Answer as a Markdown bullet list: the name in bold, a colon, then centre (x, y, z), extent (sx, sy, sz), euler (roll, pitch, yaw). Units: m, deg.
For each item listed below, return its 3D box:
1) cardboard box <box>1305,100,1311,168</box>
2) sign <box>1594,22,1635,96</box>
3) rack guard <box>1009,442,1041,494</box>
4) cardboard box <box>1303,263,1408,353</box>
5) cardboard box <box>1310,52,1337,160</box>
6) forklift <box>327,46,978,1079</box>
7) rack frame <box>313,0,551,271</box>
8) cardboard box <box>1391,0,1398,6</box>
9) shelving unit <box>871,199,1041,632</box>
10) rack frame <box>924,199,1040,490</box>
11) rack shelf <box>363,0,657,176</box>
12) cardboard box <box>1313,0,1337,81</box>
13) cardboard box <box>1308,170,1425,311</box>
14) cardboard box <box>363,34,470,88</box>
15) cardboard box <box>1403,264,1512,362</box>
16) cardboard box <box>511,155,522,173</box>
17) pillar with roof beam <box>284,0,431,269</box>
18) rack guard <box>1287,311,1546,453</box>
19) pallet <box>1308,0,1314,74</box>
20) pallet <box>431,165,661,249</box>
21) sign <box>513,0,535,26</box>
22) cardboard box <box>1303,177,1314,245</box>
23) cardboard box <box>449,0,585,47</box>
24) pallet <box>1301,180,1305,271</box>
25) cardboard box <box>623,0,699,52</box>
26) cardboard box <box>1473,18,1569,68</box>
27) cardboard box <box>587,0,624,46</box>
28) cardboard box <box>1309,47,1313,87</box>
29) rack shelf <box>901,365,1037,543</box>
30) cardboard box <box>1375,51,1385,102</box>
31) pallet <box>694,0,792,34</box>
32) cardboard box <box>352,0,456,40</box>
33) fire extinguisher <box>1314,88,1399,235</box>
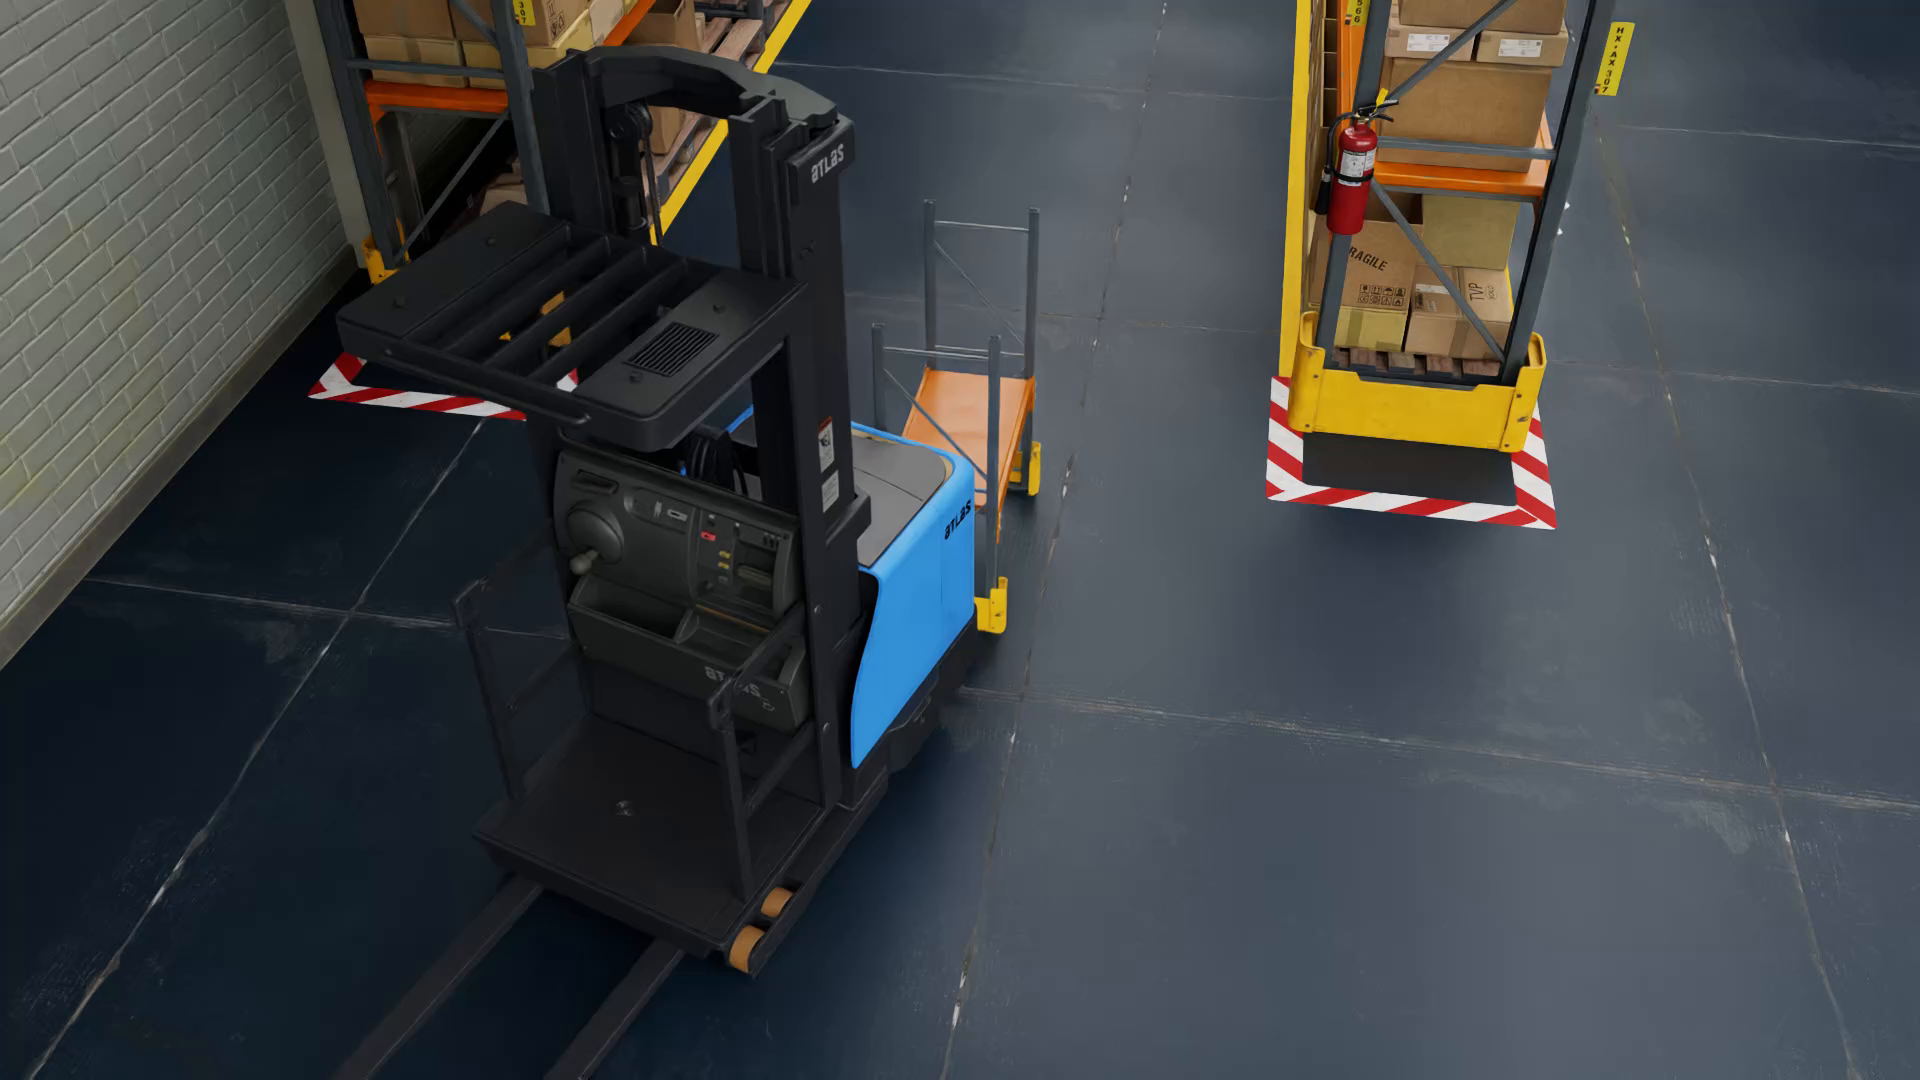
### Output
- **cardboard box**: centre (2.397, -2.500, 10.248), extent (0.500, 0.250, 0.500), euler (6, 40, 8)
- **sign**: centre (2.813, -2.071, 7.159), extent (0.100, 0.325, 0.005), euler (6, 40, 8)
- **rack guard**: centre (0.093, -0.374, 8.006), extent (0.587, 0.250, 0.087), euler (7, 40, 8)
- **cardboard box**: centre (2.069, -1.243, 8.727), extent (0.500, 0.250, 0.500), euler (6, 40, 8)
- **cardboard box**: centre (2.313, -2.475, 9.629), extent (0.500, 0.500, 0.500), euler (6, 40, 8)
- **forklift**: centre (-1.053, 0.075, 5.359), extent (1.130, 2.935, 3.031), euler (18, 43, 21)
- **rack frame**: centre (-2.613, -2.315, 8.196), extent (1.000, 3.000, 0.127), euler (6, 40, 8)
- **cardboard box**: centre (2.189, -2.485, 7.814), extent (0.380, 0.149, 0.250), euler (7, 40, 9)
- **shelving unit**: centre (0.002, -0.544, 7.231), extent (0.587, 1.500, 1.083), euler (7, 40, 8)
- **rack frame**: centre (0.093, -0.857, 7.609), extent (0.500, 1.500, 0.032), euler (7, 40, 8)
- **rack shelf**: centre (-2.267, -3.293, 9.944), extent (1.077, 0.370, 4.000), euler (6, 40, 8)
- **cardboard box**: centre (2.492, -3.102, 10.387), extent (0.500, 0.500, 0.500), euler (6, 40, 8)
- **cardboard box**: centre (2.067, -1.532, 8.489), extent (0.500, 0.500, 0.500), euler (6, 40, 8)
- **cardboard box**: centre (-2.723, -2.580, 8.618), extent (0.500, 0.250, 0.500), euler (7, 40, 8)
- **cardboard box**: centre (2.579, -1.186, 8.658), extent (0.500, 0.250, 0.500), euler (6, 40, 8)
- **cardboard box**: centre (-2.306, -2.231, 9.859), extent (0.500, 0.311, 0.500), euler (10, 41, 11)
- **pillar with roof beam**: centre (0.897, -4.687, 6.357), extent (9.100, 9.000, 0.400), euler (6, 40, 8)
- **rack guard**: centre (2.263, -0.793, 8.317), extent (1.175, 0.500, 0.348), euler (6, 40, 8)
- **pallet**: centre (3.048, -3.674, 12.028), extent (1.003, 0.211, 1.213), euler (6, 40, 8)
- **pallet**: centre (-2.424, -1.794, 9.754), extent (1.003, 0.211, 1.213), euler (6, 40, 8)
- **sign**: centre (-2.078, -2.589, 7.848), extent (0.100, 0.325, 0.005), euler (6, 40, 8)
- **cardboard box**: centre (2.228, -1.872, 9.488), extent (0.500, 0.250, 0.500), euler (6, 40, 8)
- **cardboard box**: centre (-2.234, -2.821, 8.321), extent (0.500, 0.500, 0.500), euler (6, 40, 8)
- **pallet**: centre (2.571, -1.945, 9.936), extent (1.003, 0.211, 1.213), euler (6, 40, 8)
- **cardboard box**: centre (-2.061, -3.376, 11.096), extent (0.500, 0.500, 0.500), euler (4, 40, 4)
- **cardboard box**: centre (2.547, -2.282, 7.569), extent (0.380, 0.149, 0.250), euler (6, 40, 7)
- **cardboard box**: centre (-2.140, -2.864, 8.962), extent (0.500, 0.250, 0.500), euler (5, 40, 6)
- **cardboard box**: centre (2.580, -3.126, 11.006), extent (0.500, 0.250, 0.500), euler (6, 40, 8)
- **rack shelf**: centre (0.001, -0.400, 7.339), extent (0.538, 0.185, 1.000), euler (7, 40, 8)
- **cardboard box**: centre (2.446, -2.432, 8.259), extent (0.700, 0.500, 0.500), euler (7, 40, 9)
- **pallet**: centre (-1.787, -4.240, 12.712), extent (1.003, 0.211, 1.213), euler (6, 40, 8)
- **cardboard box**: centre (-2.740, -2.873, 8.385), extent (0.500, 0.500, 0.500), euler (6, 40, 7)
- **fire extinguisher**: centre (1.789, -1.719, 7.535), extent (0.296, 0.674, 0.183), euler (6, 40, 8)
